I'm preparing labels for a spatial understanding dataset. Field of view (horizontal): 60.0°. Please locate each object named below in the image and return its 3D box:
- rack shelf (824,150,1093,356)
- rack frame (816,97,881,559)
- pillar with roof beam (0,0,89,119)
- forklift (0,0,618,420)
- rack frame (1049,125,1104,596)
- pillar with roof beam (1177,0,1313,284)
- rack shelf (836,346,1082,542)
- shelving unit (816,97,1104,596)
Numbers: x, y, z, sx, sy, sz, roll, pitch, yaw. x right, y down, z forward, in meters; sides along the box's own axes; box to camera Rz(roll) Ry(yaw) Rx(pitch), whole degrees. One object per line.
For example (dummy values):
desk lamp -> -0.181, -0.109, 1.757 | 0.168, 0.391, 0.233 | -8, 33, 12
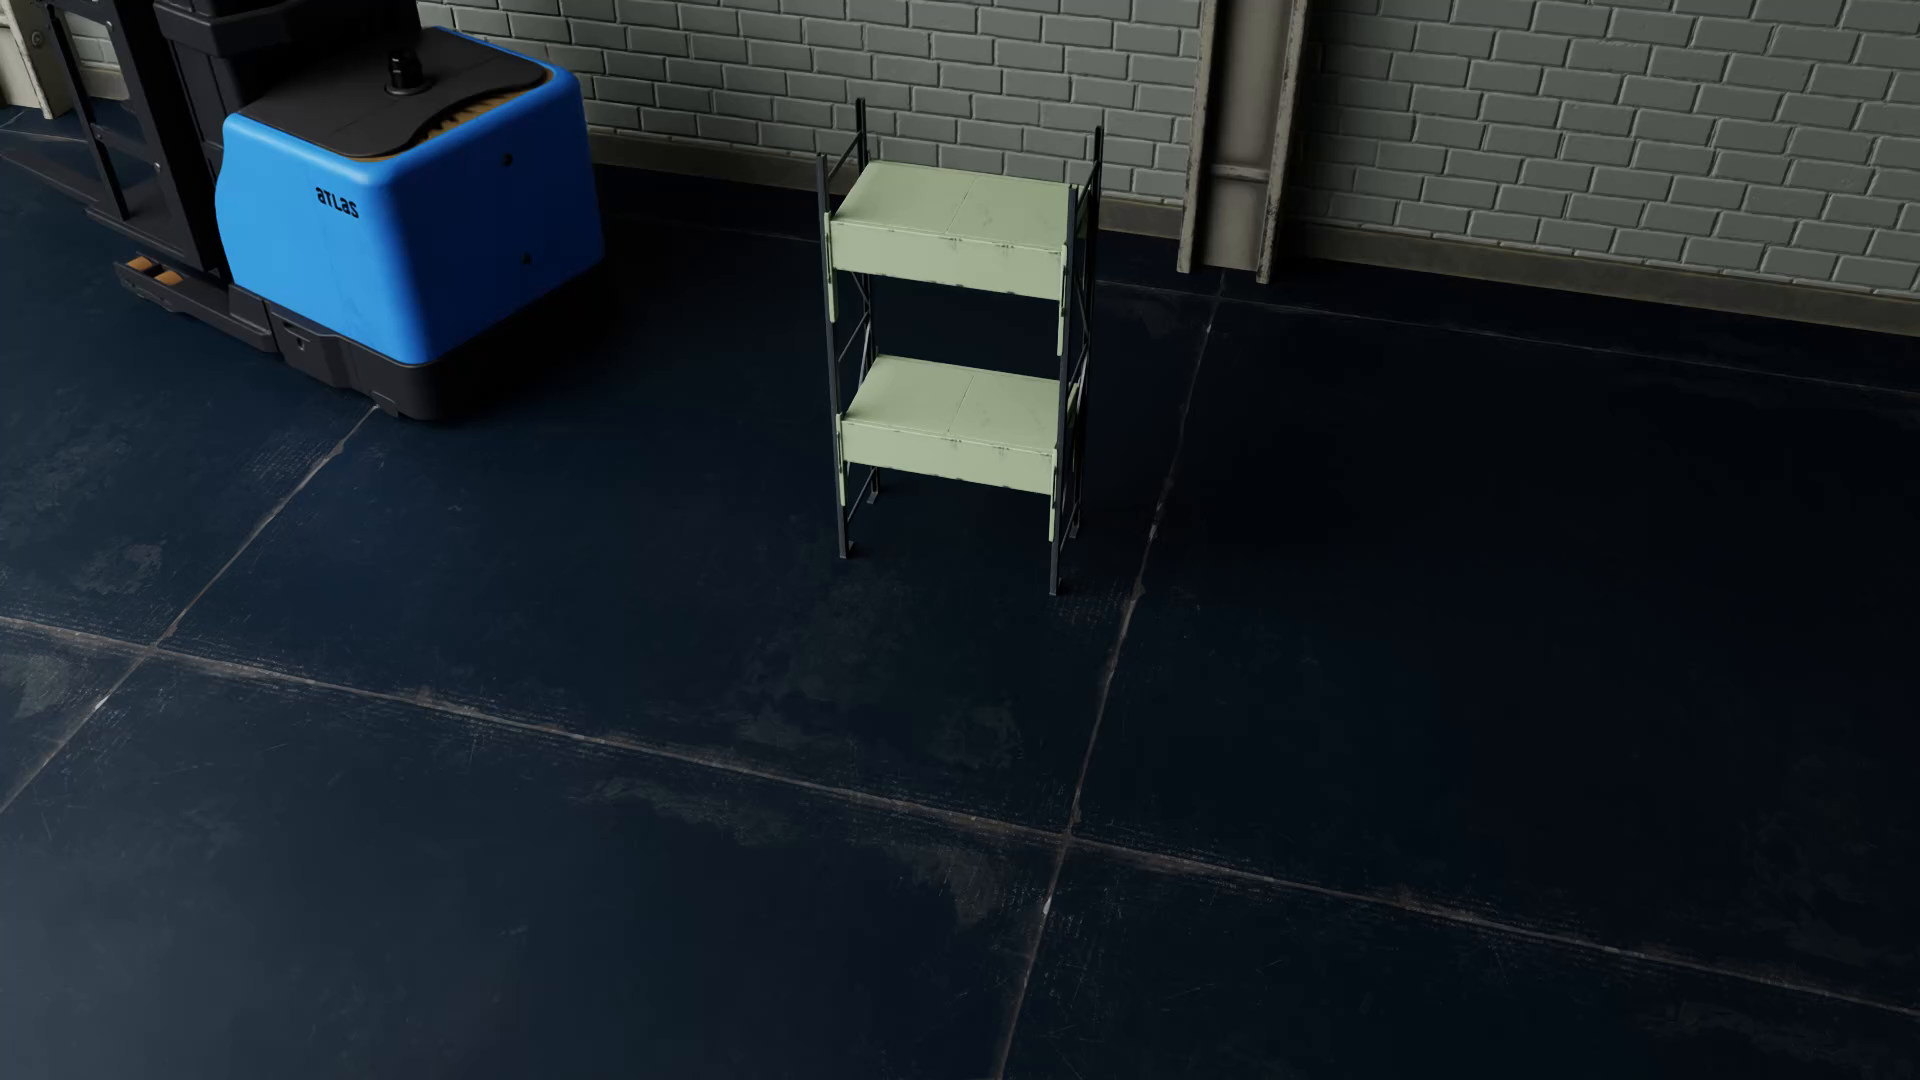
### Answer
rack shelf -> 0.006, -0.872, 5.015 | 0.720, 0.370, 0.431 | 10, 41, 11
rack frame -> -0.347, -0.634, 5.339 | 0.023, 1.500, 0.400 | 10, 41, 11
pillar with roof beam -> -5.750, -2.981, 2.302 | 0.400, 9.000, 9.100 | 10, 41, 11
forklift -> -2.894, -2.317, 6.230 | 3.031, 2.935, 1.130 | 24, 46, 26
rack frame -> 0.360, -0.512, 5.194 | 0.023, 1.500, 0.400 | 10, 41, 11
pillar with roof beam -> 0.046, -1.983, 1.114 | 0.400, 9.000, 9.100 | 10, 41, 11
rack shelf -> 0.006, -0.324, 5.476 | 0.720, 0.370, 0.431 | 10, 41, 11
shelving unit -> 0.006, -0.573, 5.266 | 0.755, 1.500, 0.431 | 10, 41, 11
